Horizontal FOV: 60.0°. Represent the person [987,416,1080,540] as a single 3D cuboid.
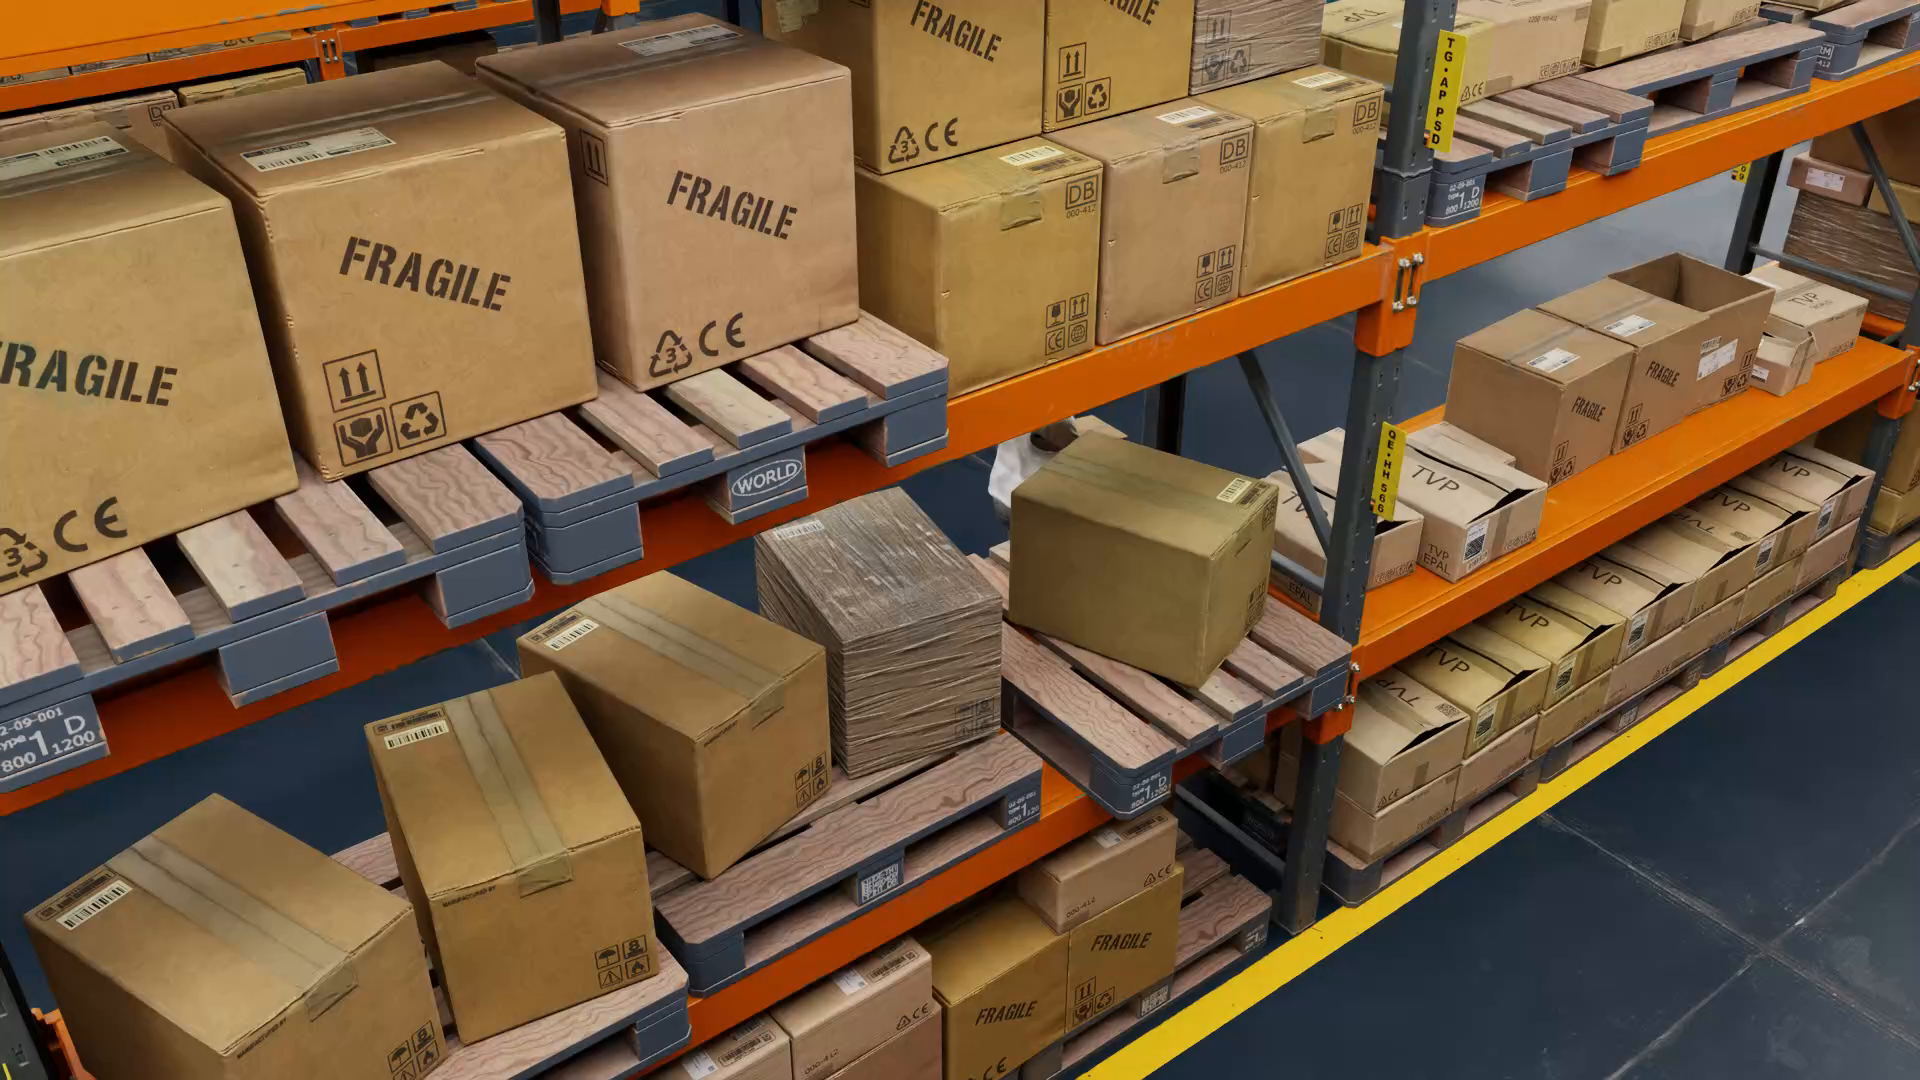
[{"bbox_3d":[0.396,-0.212,7.460,0.556,1.762,0.494,-22,38,-31],"label":"person"}]
